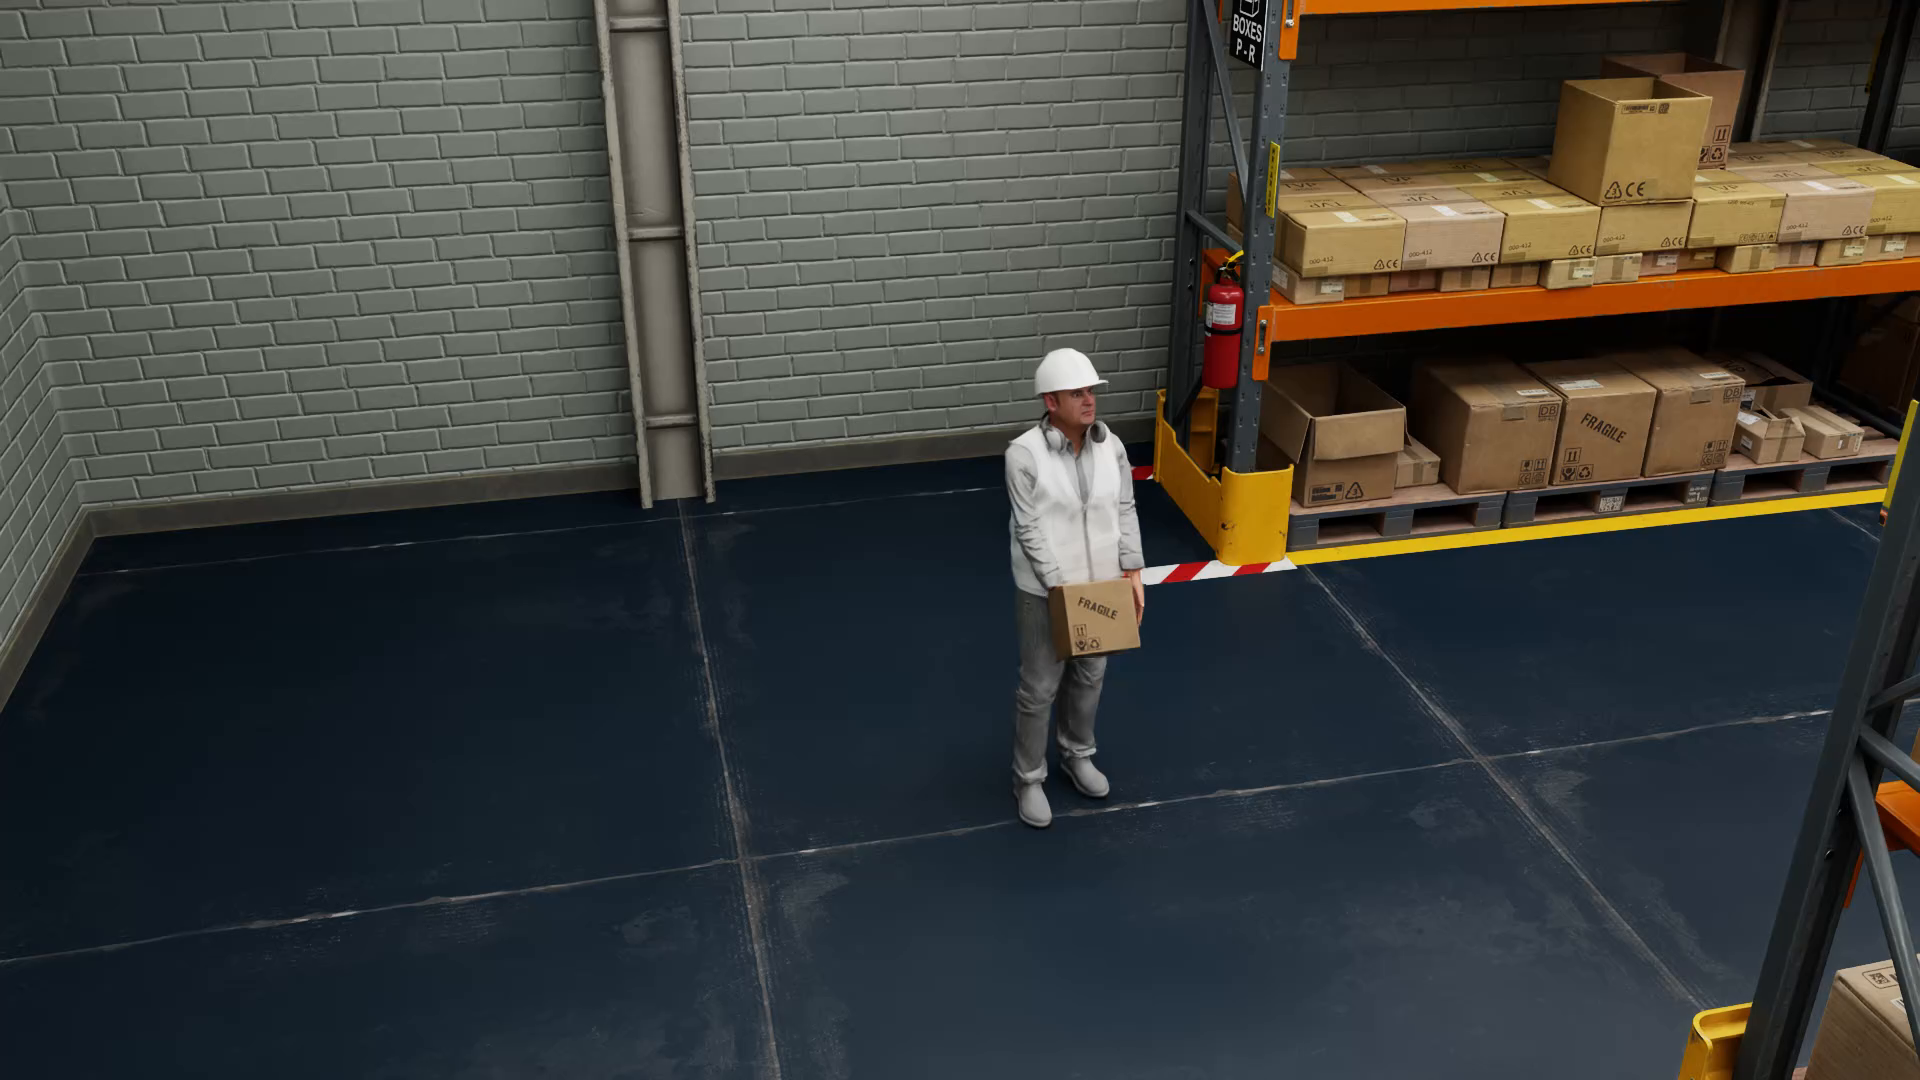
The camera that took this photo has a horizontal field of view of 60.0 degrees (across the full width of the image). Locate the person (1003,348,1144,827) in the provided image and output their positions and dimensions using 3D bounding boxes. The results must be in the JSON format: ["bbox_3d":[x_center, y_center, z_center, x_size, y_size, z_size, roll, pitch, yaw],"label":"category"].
[{"bbox_3d":[0.418,0.179,6.222,0.561,1.777,0.522,-13,29,-25],"label":"person"}]
